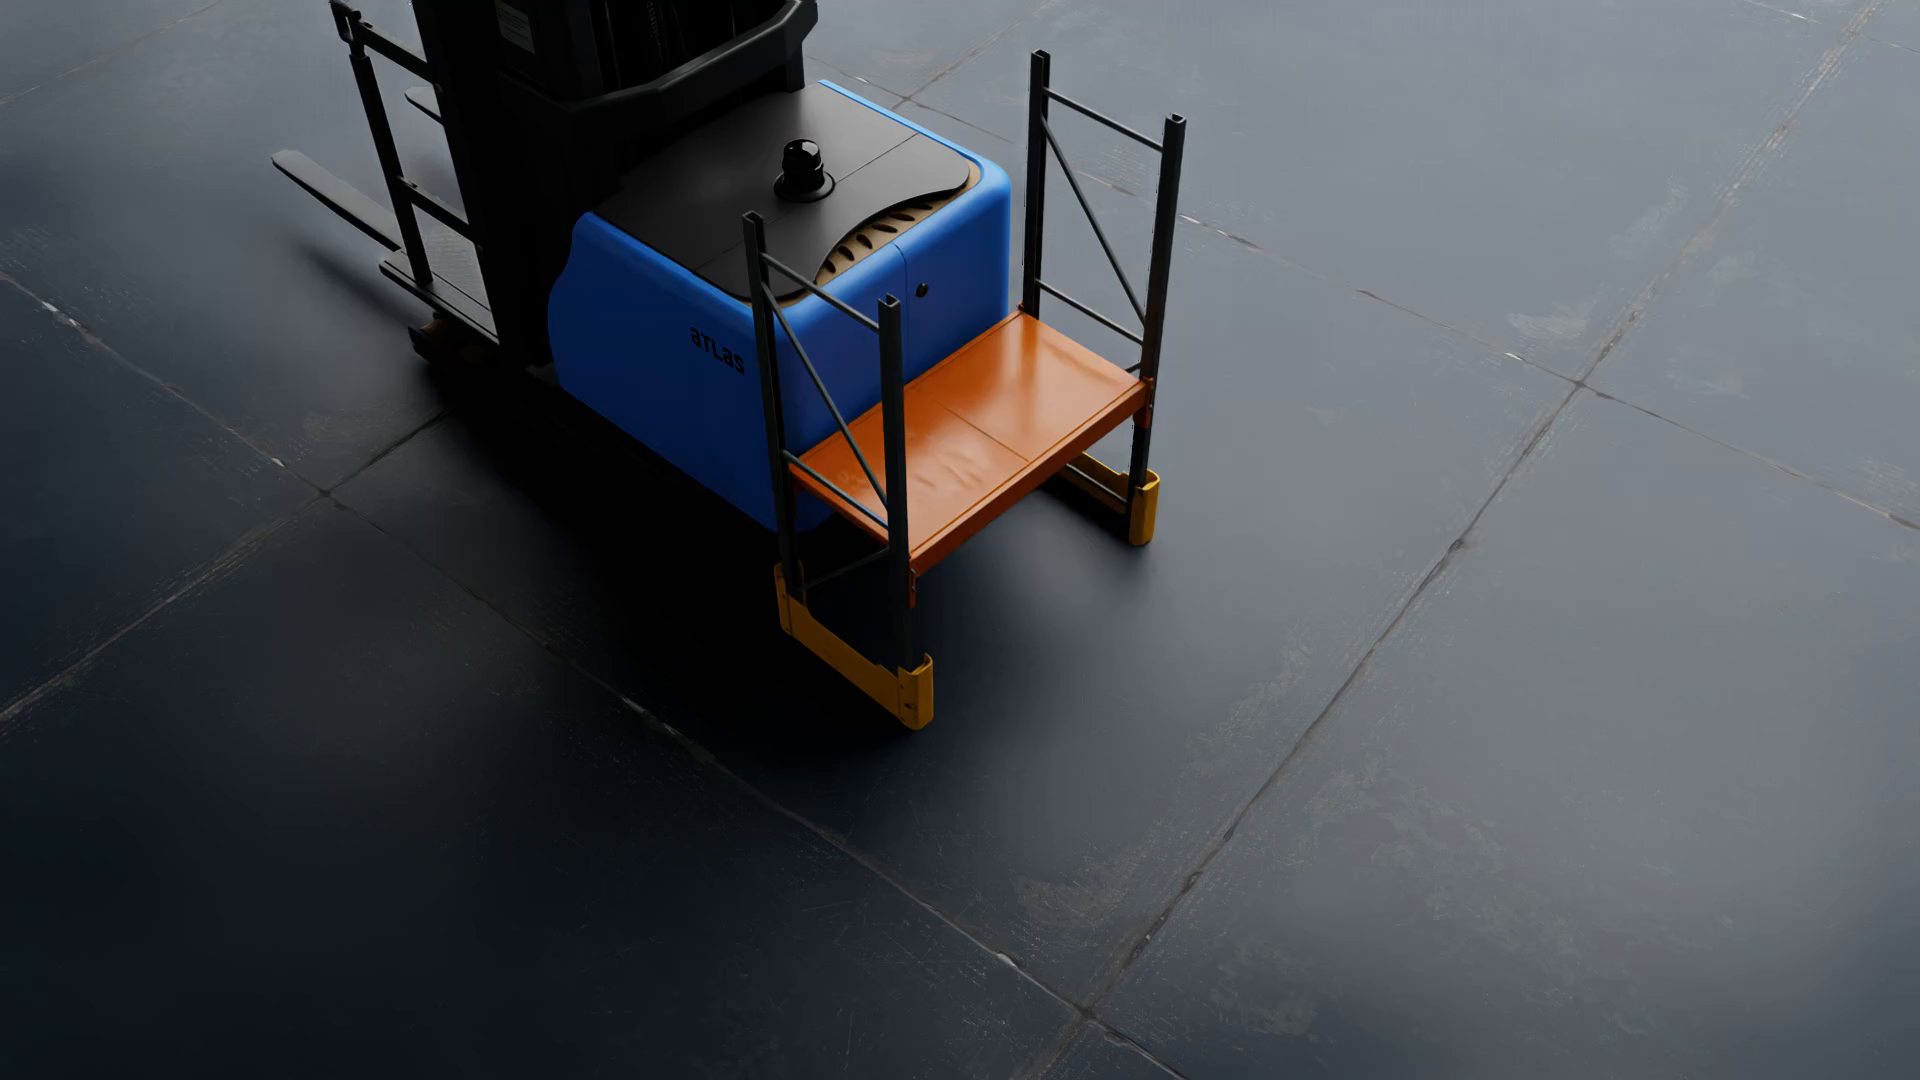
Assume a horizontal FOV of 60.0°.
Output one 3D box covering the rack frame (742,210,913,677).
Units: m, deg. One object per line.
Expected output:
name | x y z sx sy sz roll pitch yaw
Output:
rack frame | -0.322 -0.127 4.334 0.500 1.500 0.032 35 55 28

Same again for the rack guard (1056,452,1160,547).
rack guard | 0.379 -0.227 5.294 0.587 0.250 0.087 35 55 28

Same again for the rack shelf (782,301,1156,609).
rack shelf | 0.029 -0.269 4.718 0.538 0.185 1.000 35 55 28

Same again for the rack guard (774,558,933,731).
rack guard | -0.309 0.295 4.796 0.587 0.250 0.087 35 55 28

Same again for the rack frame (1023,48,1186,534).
rack frame | 0.380 -0.659 4.842 0.500 1.500 0.032 35 55 28

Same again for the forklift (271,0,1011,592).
forklift | -1.274 -1.778 4.921 3.031 2.935 1.130 33 54 27

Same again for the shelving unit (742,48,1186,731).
shelving unit | 0.035 -0.398 4.593 0.587 1.500 1.083 35 55 28
